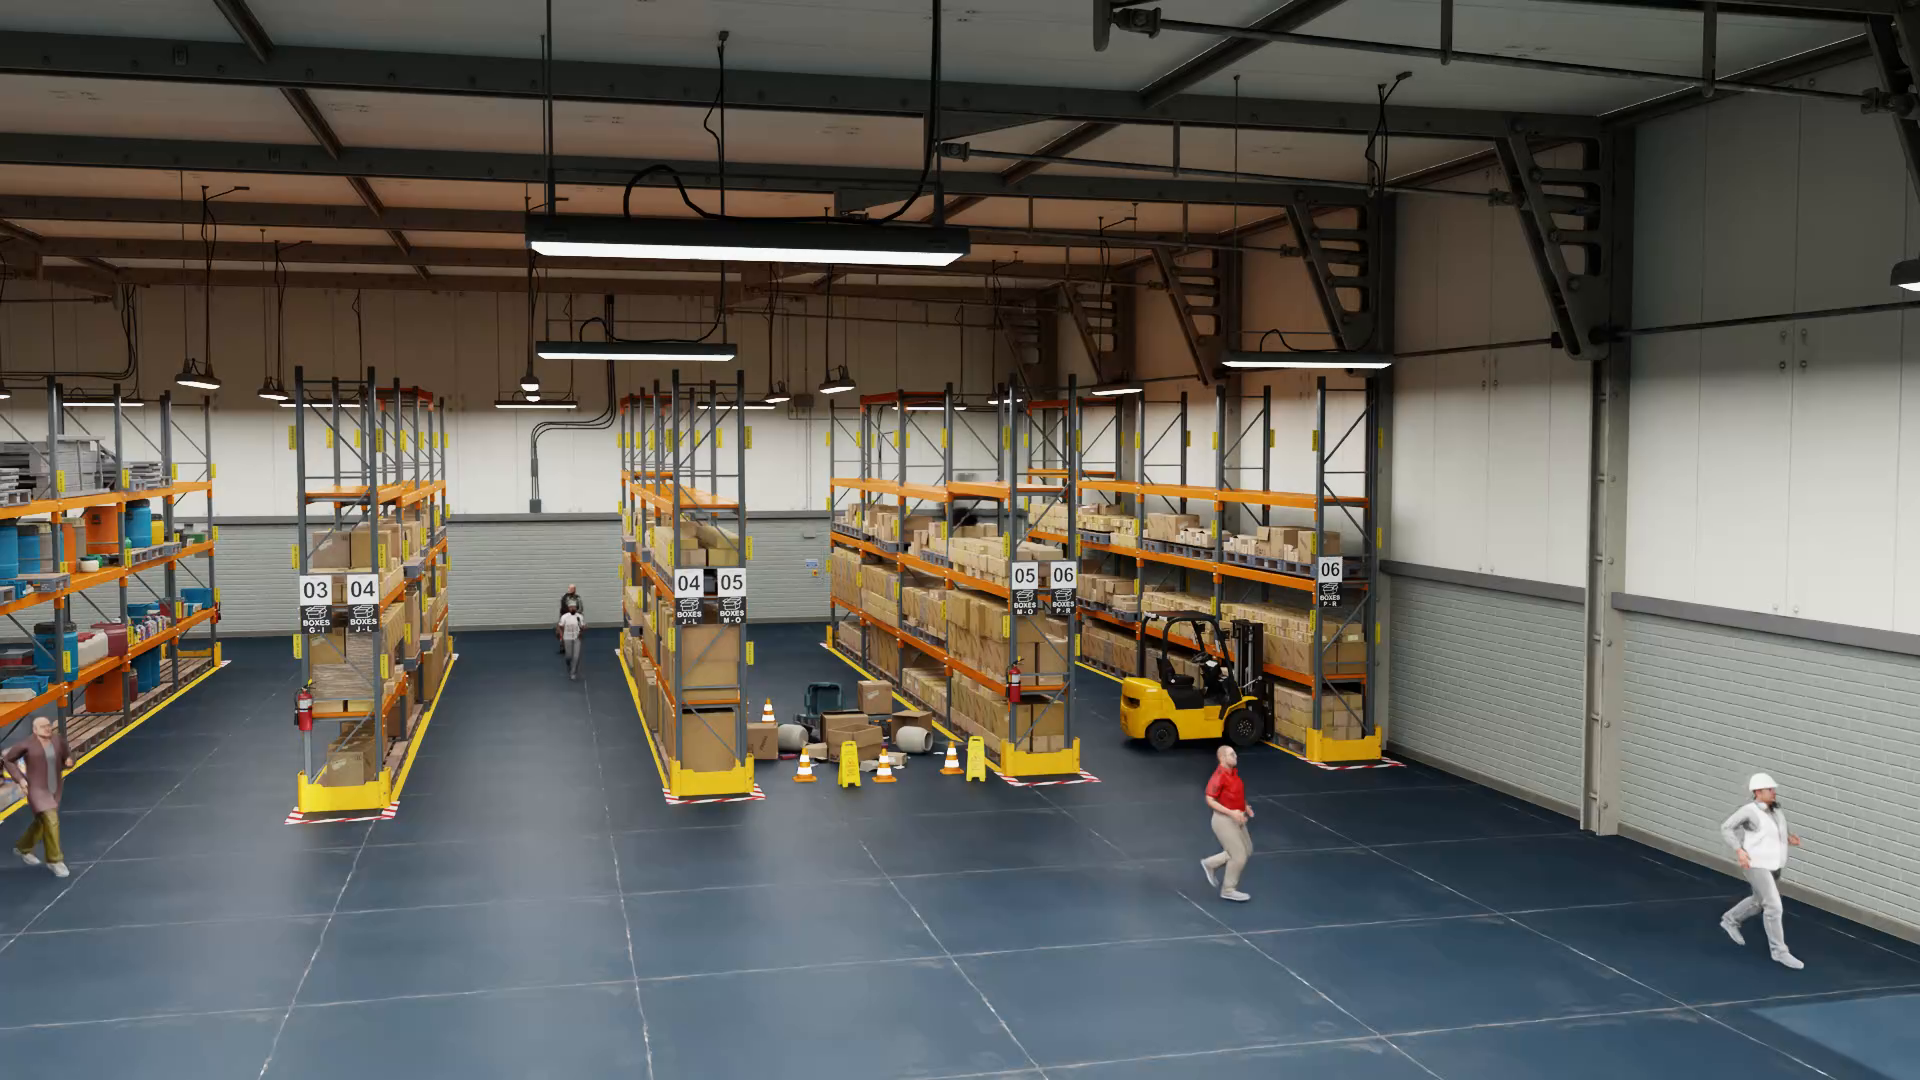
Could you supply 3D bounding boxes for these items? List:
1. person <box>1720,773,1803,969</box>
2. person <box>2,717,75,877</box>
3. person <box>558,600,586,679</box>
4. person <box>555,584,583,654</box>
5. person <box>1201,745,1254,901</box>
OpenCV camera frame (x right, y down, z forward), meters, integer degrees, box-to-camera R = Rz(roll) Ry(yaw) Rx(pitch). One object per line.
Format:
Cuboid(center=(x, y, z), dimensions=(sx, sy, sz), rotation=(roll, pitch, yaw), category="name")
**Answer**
Cuboid(center=(7.736, 3.129, 16.021), dimensions=(0.659, 1.764, 0.948), rotation=(-2, 4, -31), category="person")
Cuboid(center=(-10.662, 2.959, 19.348), dimensions=(0.935, 1.832, 0.675), rotation=(1, 4, 21), category="person")
Cuboid(center=(-8.147, 2.095, 34.973), dimensions=(0.582, 1.661, 0.560), rotation=(-1, 4, -18), category="person")
Cuboid(center=(-9.168, 1.854, 38.933), dimensions=(0.724, 1.649, 0.554), rotation=(1, 4, 15), category="person")
Cuboid(center=(2.911, 3.076, 18.165), dimensions=(0.608, 1.672, 0.661), rotation=(2, 4, 30), category="person")
